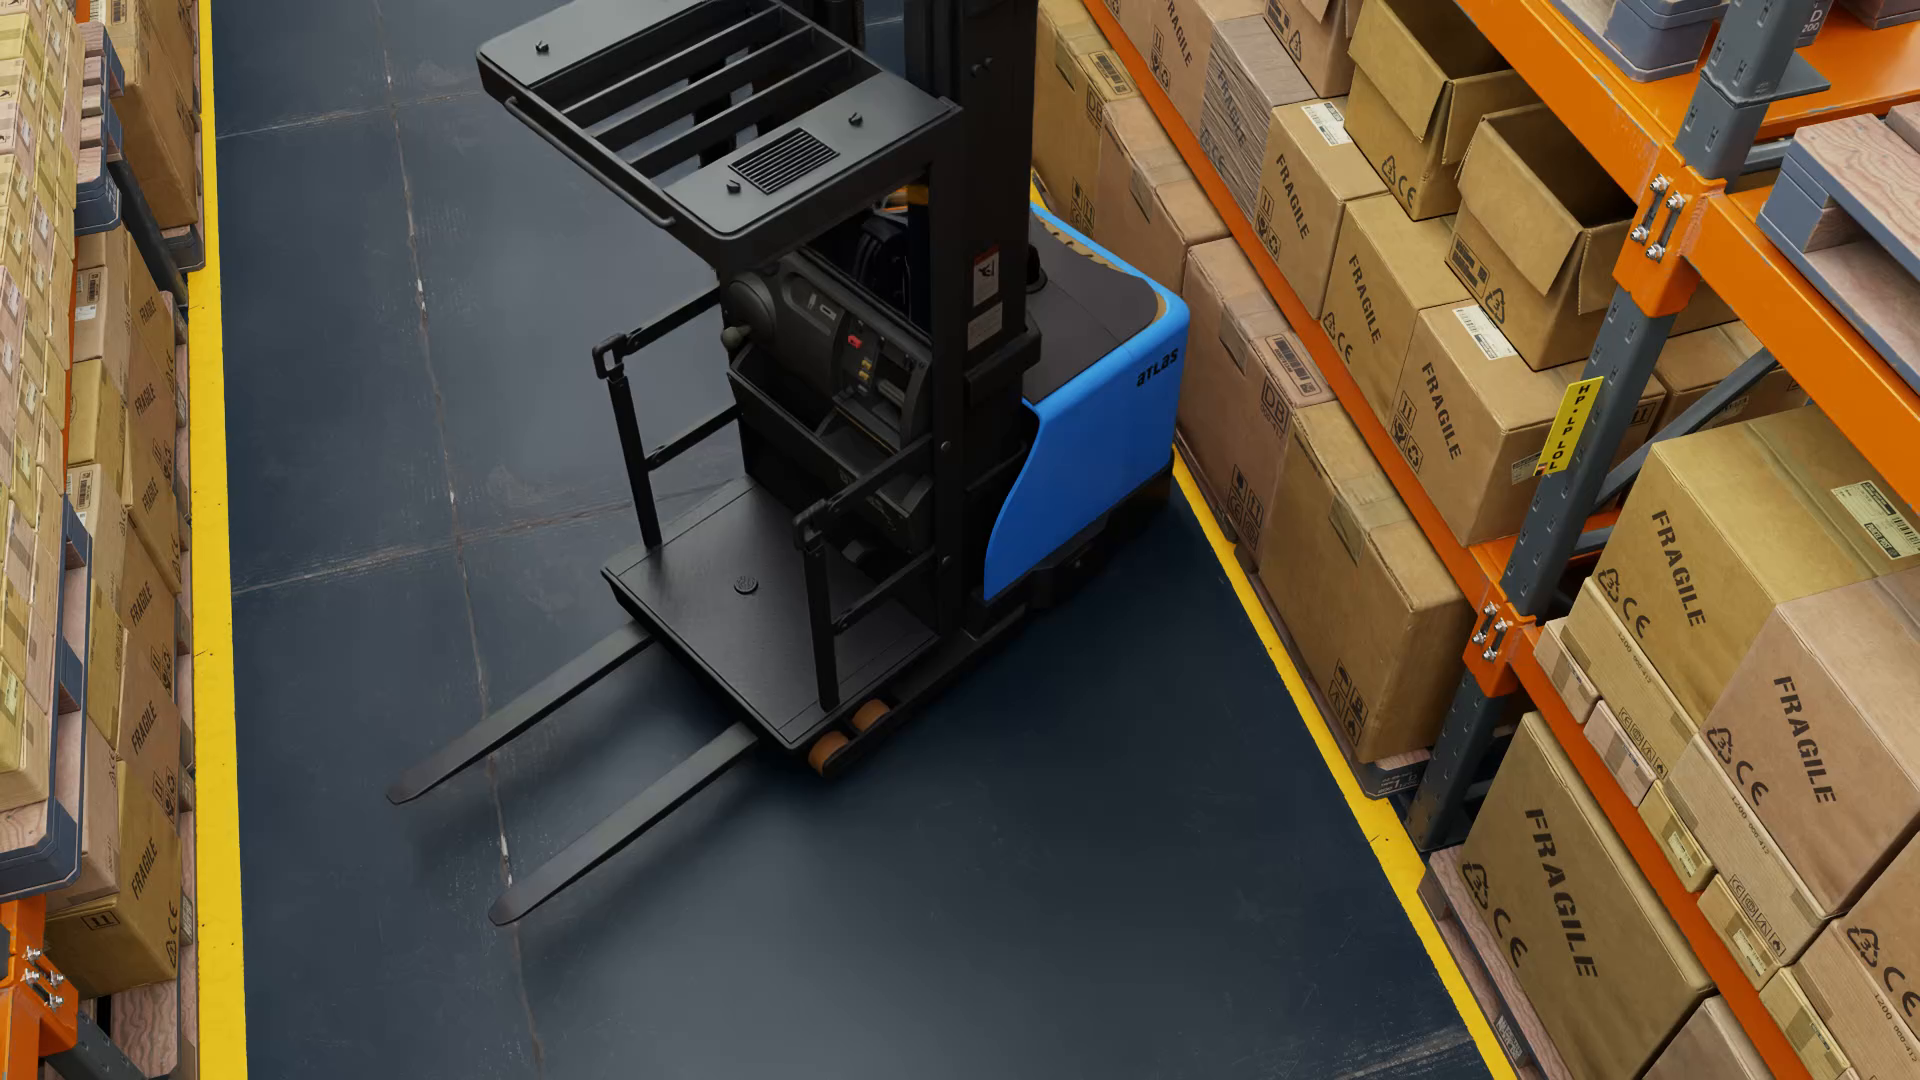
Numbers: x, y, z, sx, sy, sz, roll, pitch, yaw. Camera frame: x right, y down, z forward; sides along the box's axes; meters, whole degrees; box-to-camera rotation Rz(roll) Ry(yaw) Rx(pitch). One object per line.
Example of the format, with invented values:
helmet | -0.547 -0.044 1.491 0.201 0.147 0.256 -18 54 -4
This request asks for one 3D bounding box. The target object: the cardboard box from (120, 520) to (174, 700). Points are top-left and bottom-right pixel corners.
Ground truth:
cardboard box | -3.041 0.294 5.690 0.500 0.500 0.500 -13 51 -10

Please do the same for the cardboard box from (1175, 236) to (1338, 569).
cardboard box | 1.545 -0.625 6.220 1.225 0.875 0.875 -15 51 -12

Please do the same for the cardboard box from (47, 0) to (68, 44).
cardboard box | -3.352 -1.825 5.812 0.380 0.149 0.250 -12 51 -10

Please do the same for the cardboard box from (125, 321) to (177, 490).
cardboard box | -3.338 -0.461 6.327 0.500 0.500 0.500 -11 51 -10

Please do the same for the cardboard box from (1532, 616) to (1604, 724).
cardboard box | 1.788 0.313 4.478 0.380 0.149 0.250 -13 51 -11

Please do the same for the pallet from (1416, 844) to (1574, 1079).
pallet | 2.168 1.413 5.211 1.003 0.211 1.213 -13 51 -11

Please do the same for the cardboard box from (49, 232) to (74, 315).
cardboard box | -2.973 -0.793 5.136 0.380 0.149 0.250 -12 51 -10

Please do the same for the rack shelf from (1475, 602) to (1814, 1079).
rack shelf | 2.610 1.634 3.671 1.077 0.370 4.000 -13 51 -11

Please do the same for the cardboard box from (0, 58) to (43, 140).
cardboard box | -3.118 -1.355 5.221 0.380 0.149 0.250 -12 51 -10

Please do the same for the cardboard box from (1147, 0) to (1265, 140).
cardboard box | 1.029 -1.847 6.069 0.500 0.500 0.500 -14 51 -12

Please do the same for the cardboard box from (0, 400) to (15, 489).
cardboard box | -2.660 -0.222 4.266 0.380 0.149 0.250 -14 51 -11

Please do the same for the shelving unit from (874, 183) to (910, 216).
shelving unit | -0.260 -1.375 7.572 0.258 0.189 1.200 -9 50 -7

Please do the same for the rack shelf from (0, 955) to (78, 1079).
rack shelf | -2.158 2.681 2.788 1.077 0.370 4.000 -13 51 -11

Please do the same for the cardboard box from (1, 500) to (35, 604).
cardboard box | -2.582 0.069 4.214 0.380 0.149 0.250 -12 51 -10

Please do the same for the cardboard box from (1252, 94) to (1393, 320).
cardboard box | 1.318 -1.114 5.452 0.500 0.500 0.500 -14 51 -11

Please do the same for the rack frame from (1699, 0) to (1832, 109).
rack frame | 2.018 -1.993 2.334 1.000 3.000 0.127 -13 51 -11

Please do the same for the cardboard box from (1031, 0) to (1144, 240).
cardboard box | 1.019 -1.922 7.313 1.225 0.875 0.875 -15 52 -13

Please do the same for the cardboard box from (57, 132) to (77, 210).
cardboard box | -3.129 -1.178 5.461 0.380 0.149 0.250 -14 51 -11

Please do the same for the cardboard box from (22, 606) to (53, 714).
cardboard box | -2.514 0.341 4.180 0.380 0.149 0.250 -13 51 -10

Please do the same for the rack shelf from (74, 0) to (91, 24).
rack shelf | -4.524 -3.162 7.714 1.077 0.370 4.000 -13 51 -11

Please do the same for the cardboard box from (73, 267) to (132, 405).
cardboard box | -3.320 -0.698 6.036 0.500 0.250 0.500 -13 51 -10

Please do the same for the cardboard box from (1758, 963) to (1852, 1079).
cardboard box | 2.099 1.076 3.835 0.380 0.149 0.250 -14 51 -11

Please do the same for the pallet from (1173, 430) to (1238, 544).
pallet | 1.354 -0.599 6.907 1.003 0.211 1.213 -13 51 -11

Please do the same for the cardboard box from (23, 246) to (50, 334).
cardboard box | -2.891 -0.695 4.859 0.380 0.149 0.250 -14 51 -12

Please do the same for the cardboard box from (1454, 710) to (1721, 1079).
cardboard box | 2.137 0.991 4.858 0.875 0.875 0.875 -13 51 -11

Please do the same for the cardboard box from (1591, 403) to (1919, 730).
cardboard box | 1.916 0.059 3.941 0.500 0.500 0.500 -13 51 -11

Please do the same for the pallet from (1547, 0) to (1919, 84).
pallet | 1.700 -1.623 4.109 0.805 0.209 1.217 -15 52 -12

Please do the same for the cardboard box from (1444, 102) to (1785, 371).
cardboard box | 1.821 -0.879 4.597 0.797 0.503 0.637 -15 51 -12

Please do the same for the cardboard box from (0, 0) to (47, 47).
cardboard box | -3.278 -1.741 5.546 0.380 0.149 0.250 -14 51 -11

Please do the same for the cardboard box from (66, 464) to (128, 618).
cardboard box | -3.022 0.056 5.400 0.500 0.250 0.500 -12 51 -10

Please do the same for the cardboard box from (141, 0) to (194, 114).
cardboard box | -4.289 -2.446 7.837 1.050 0.750 0.750 -13 51 -10

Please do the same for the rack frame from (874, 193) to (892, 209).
rack frame | -0.260 -1.434 7.502 0.240 0.006 1.200 -9 50 -7

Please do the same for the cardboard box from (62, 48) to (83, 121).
cardboard box | -3.276 -1.549 5.773 0.380 0.149 0.250 -13 51 -11

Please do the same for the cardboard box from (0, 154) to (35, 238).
cardboard box | -2.970 -0.980 4.904 0.380 0.149 0.250 -11 51 -9

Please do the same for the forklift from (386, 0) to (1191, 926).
forklift | -0.586 -0.568 5.101 3.031 2.935 1.130 -36 59 -26

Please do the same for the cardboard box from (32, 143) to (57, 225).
cardboard box | -3.046 -1.074 5.178 0.380 0.149 0.250 -14 51 -11

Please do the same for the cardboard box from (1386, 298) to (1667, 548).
cardboard box | 1.619 -0.371 4.825 0.500 0.500 0.500 -13 51 -11

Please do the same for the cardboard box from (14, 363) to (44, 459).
cardboard box | -2.742 -0.317 4.540 0.380 0.149 0.250 -11 51 -10

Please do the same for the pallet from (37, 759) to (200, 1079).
pallet | -2.981 1.319 5.290 1.003 0.211 1.213 -13 51 -11

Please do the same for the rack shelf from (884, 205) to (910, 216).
rack shelf | -0.275 -1.431 7.620 0.258 0.180 0.103 -9 50 -7

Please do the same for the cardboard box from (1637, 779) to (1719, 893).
cardboard box | 1.944 0.697 4.154 0.380 0.149 0.250 -12 51 -10

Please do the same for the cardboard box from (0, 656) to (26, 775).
cardboard box | -2.427 0.447 3.896 0.380 0.149 0.250 -13 51 -10

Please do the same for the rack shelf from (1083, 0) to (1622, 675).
rack shelf | 1.427 -1.288 6.134 1.077 0.370 4.000 -13 51 -11

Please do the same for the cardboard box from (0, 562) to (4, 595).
cardboard box | -2.515 0.149 3.953 0.380 0.149 0.250 -12 51 -10

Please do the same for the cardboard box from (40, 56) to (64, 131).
cardboard box | -3.191 -1.439 5.486 0.380 0.149 0.250 -12 51 -10

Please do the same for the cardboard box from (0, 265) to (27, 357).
cardboard box | -2.810 -0.593 4.578 0.380 0.149 0.250 -12 51 -10

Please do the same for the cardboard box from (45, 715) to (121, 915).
cardboard box | -2.716 0.818 4.758 0.500 0.250 0.500 -15 52 -13

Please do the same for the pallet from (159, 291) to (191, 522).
pallet | -3.703 -0.463 6.792 1.003 0.211 1.213 -13 51 -11

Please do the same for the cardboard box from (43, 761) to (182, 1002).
cardboard box | -2.715 1.059 5.045 0.500 0.500 0.500 -12 51 -10

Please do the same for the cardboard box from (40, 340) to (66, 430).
cardboard box | -2.818 -0.410 4.813 0.380 0.149 0.250 -14 51 -12

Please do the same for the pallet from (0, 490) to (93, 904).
pallet | -2.837 0.459 4.316 1.003 0.211 1.213 -13 51 -11

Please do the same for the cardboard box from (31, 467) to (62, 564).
cardboard box | -2.658 -0.026 4.489 0.380 0.149 0.250 -13 51 -11

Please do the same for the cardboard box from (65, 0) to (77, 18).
cardboard box | -3.808 -2.354 6.497 0.500 0.500 0.500 -13 51 -11

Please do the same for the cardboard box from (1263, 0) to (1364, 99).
cardboard box | 1.431 -1.833 5.402 0.797 0.503 0.637 -12 51 -10

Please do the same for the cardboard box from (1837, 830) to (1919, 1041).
cardboard box | 2.212 0.800 3.317 0.500 0.500 0.500 -15 51 -12

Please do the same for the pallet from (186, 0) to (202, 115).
pallet | -4.451 -2.516 8.523 1.003 0.211 1.213 -13 51 -11

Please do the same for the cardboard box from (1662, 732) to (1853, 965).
cardboard box | 2.049 0.660 3.925 0.500 0.250 0.500 -14 51 -11
